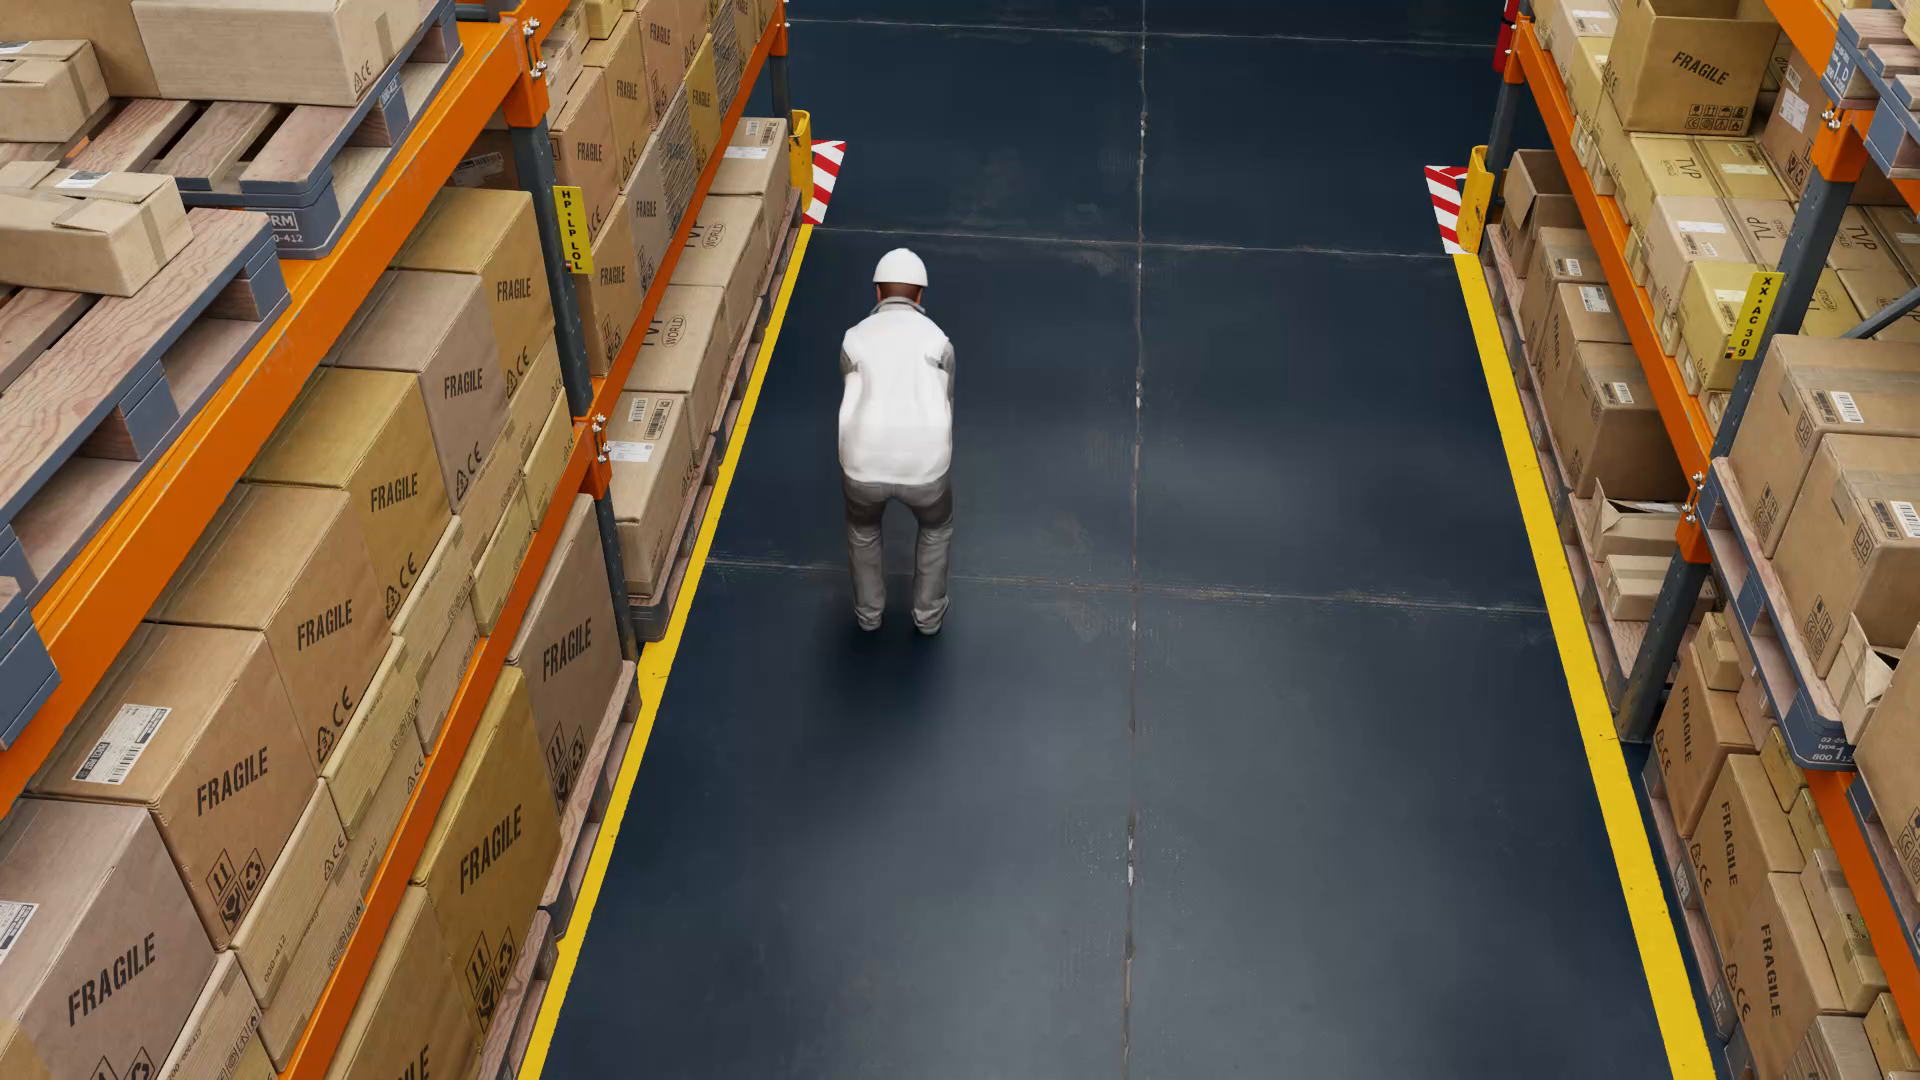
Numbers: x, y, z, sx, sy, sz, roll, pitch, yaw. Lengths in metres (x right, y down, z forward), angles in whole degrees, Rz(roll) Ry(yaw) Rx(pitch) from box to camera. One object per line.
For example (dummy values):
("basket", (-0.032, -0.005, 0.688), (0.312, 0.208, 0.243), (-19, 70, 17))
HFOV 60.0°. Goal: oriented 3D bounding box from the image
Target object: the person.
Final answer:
("person", (-0.252, -0.374, 6.819), (0.470, 1.476, 0.871), (2, 40, 2))
